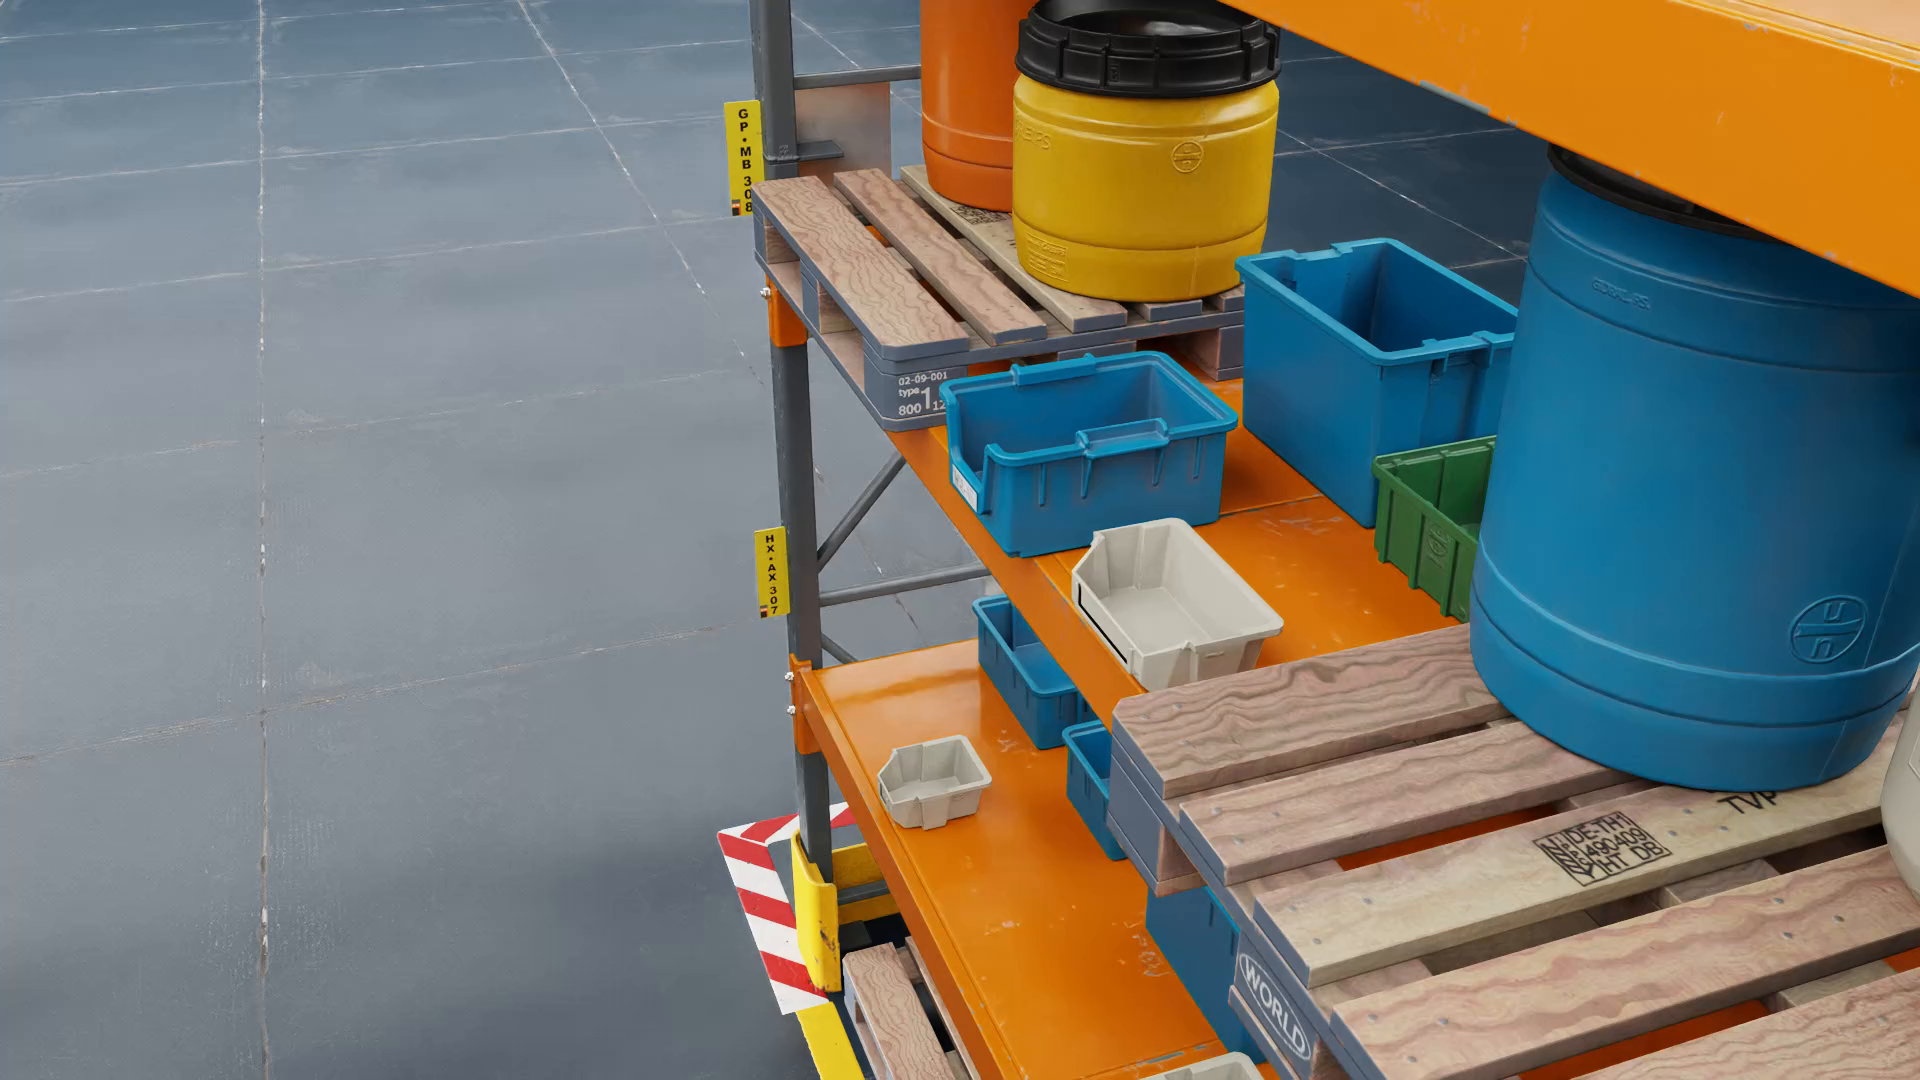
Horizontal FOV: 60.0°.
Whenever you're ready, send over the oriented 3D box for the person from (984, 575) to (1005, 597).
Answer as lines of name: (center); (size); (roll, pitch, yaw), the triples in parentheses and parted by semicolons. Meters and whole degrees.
person: (0.349, -0.298, 7.634); (0.575, 1.770, 0.490); (-11, 31, -18)
